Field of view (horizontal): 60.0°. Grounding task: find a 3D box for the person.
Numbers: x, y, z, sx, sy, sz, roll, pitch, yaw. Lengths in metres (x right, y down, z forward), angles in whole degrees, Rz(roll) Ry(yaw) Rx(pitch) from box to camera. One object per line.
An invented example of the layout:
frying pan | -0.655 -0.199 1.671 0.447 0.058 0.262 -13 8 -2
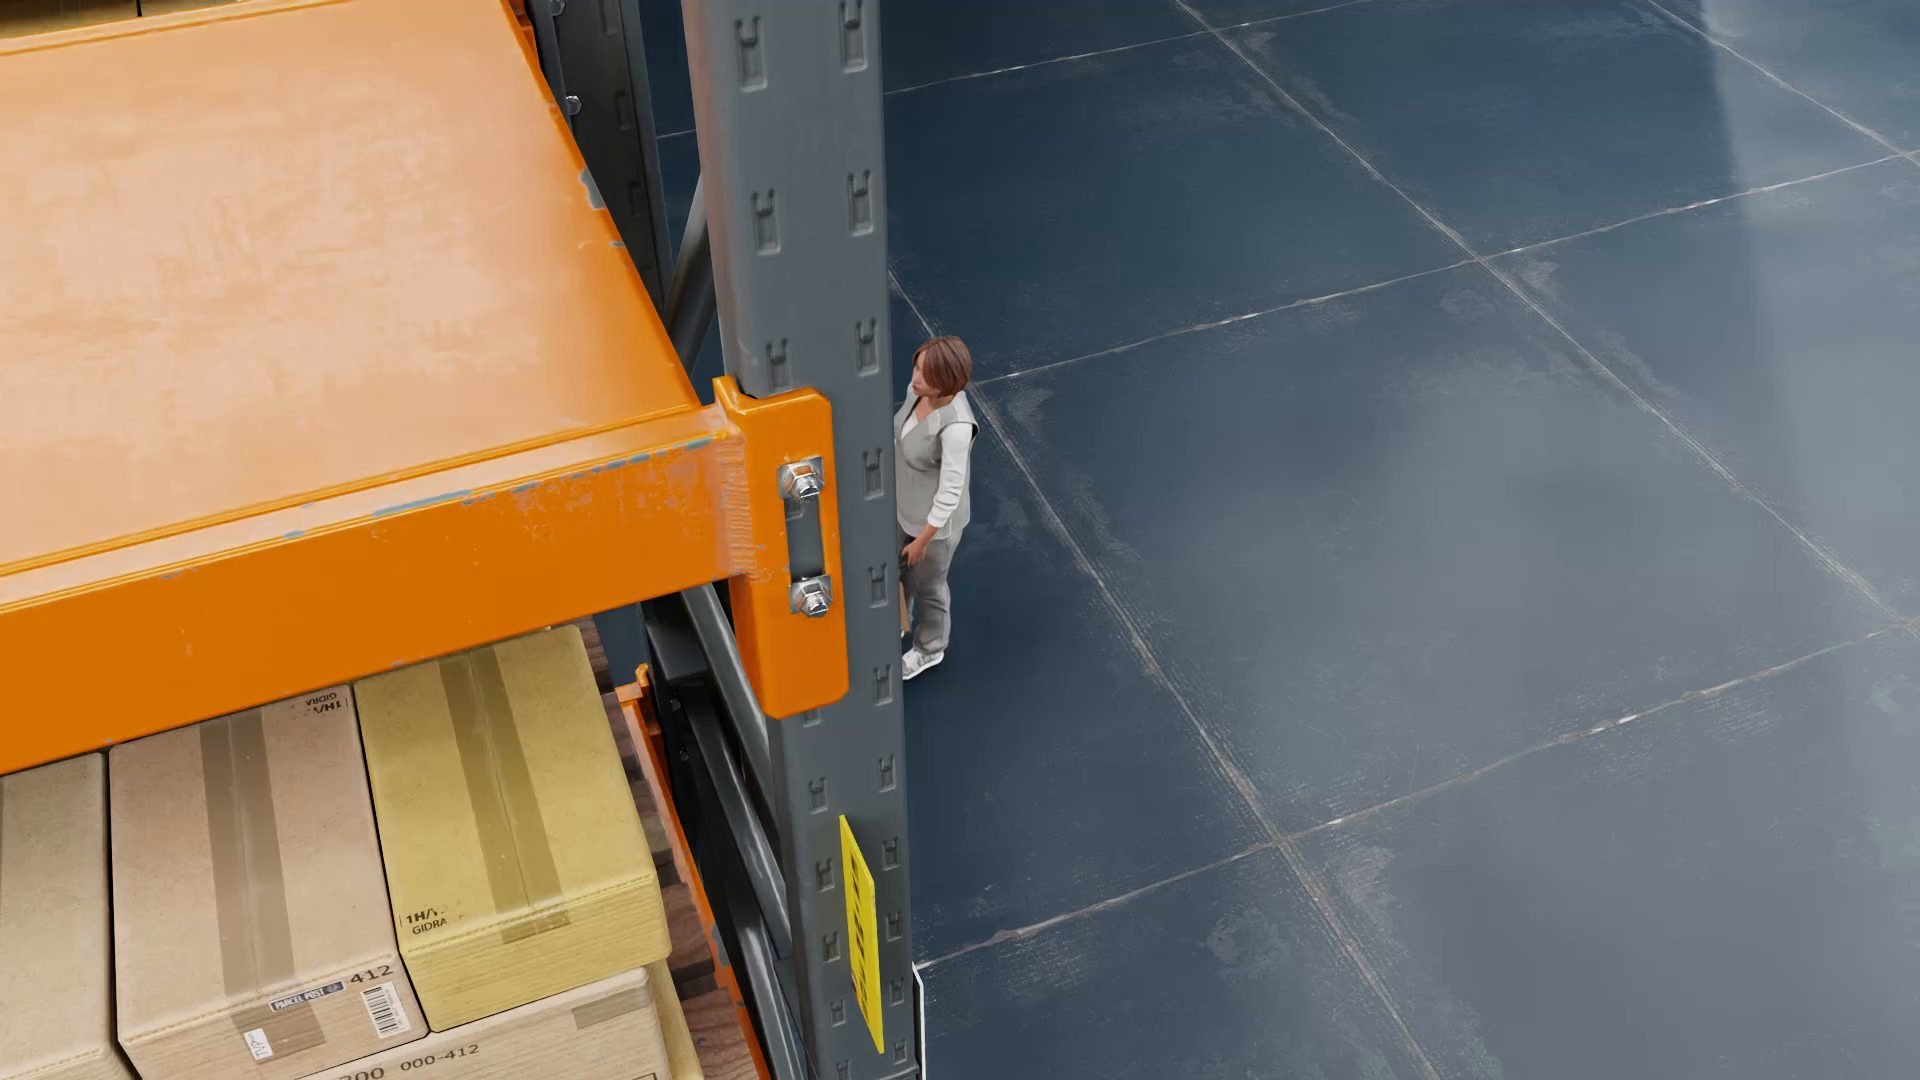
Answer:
person | -0.195 -0.093 6.258 0.474 1.597 0.501 -16 45 -16
